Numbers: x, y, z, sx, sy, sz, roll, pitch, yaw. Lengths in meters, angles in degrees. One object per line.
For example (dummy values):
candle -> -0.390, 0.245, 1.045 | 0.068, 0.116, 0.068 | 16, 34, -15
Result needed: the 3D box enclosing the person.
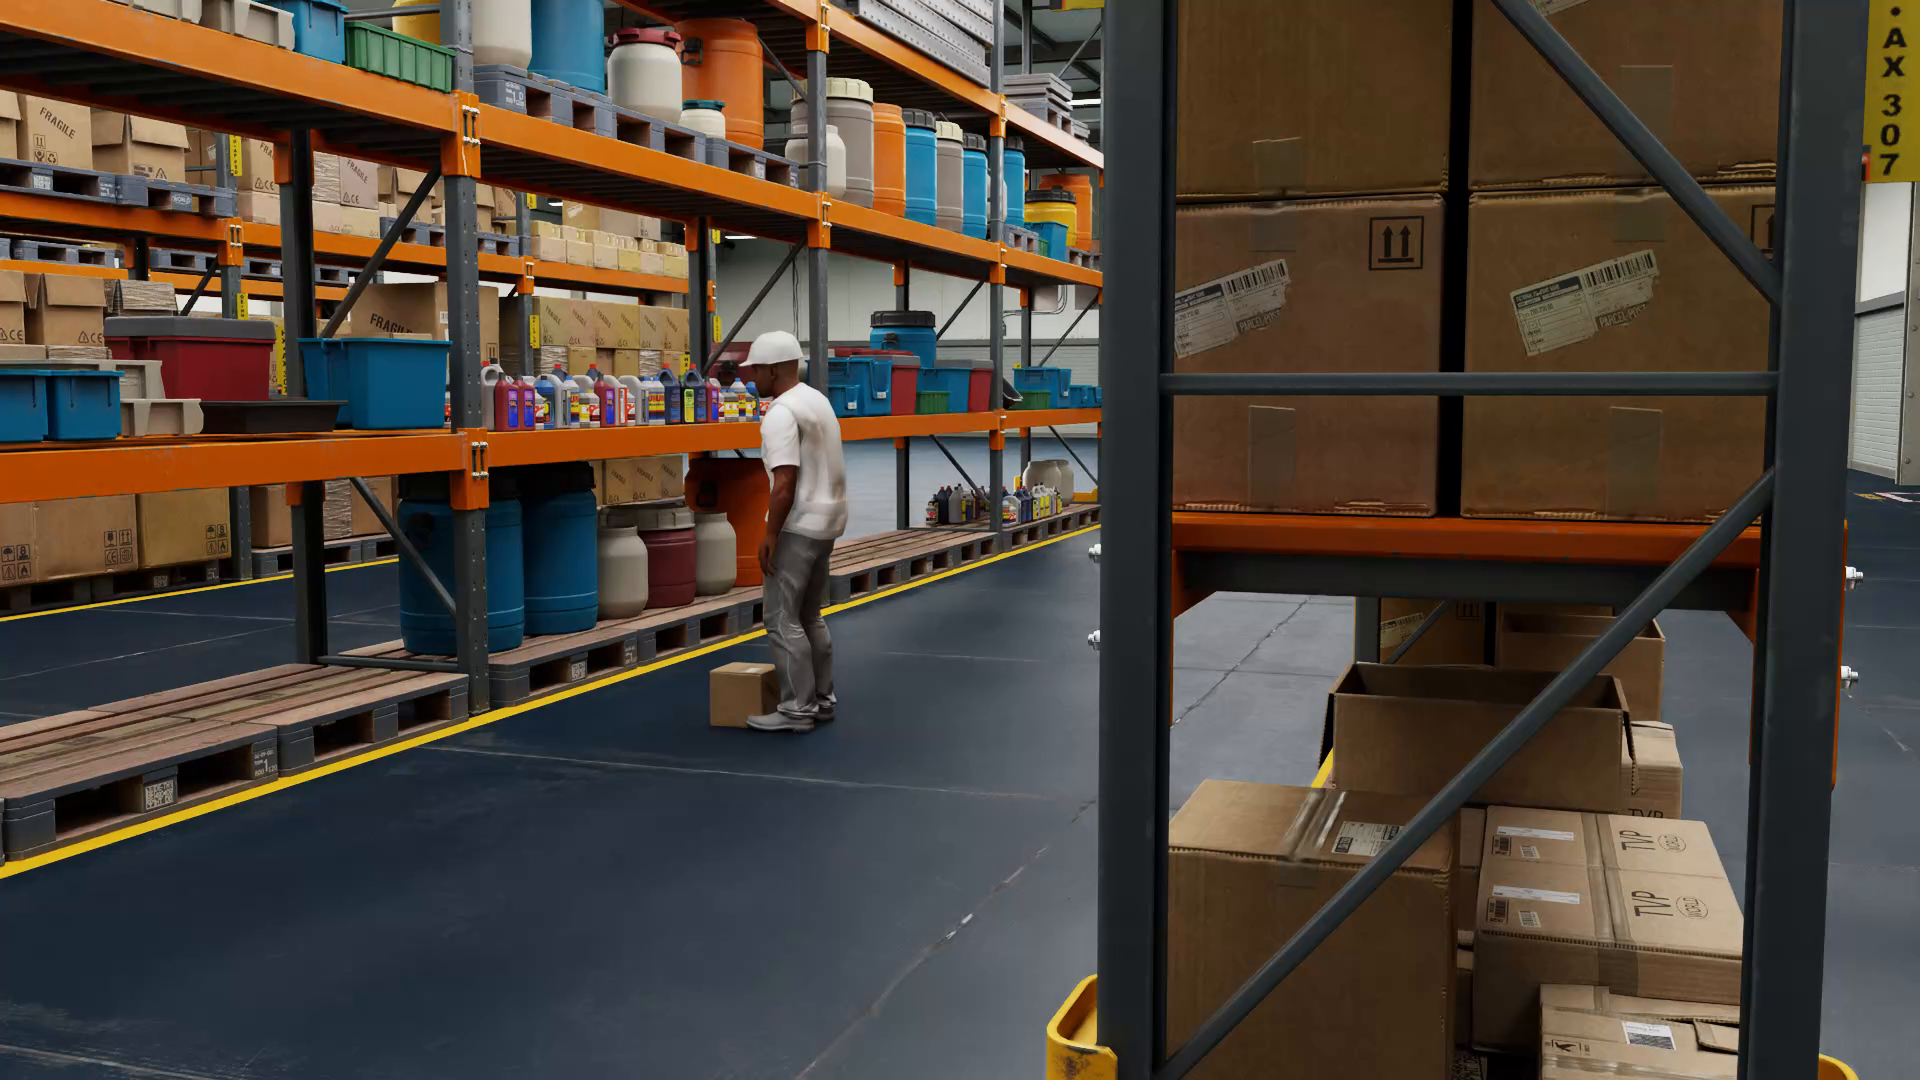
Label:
person -> -0.741, -0.043, 7.380 | 0.460, 1.759, 0.629 | 1, 5, 15
